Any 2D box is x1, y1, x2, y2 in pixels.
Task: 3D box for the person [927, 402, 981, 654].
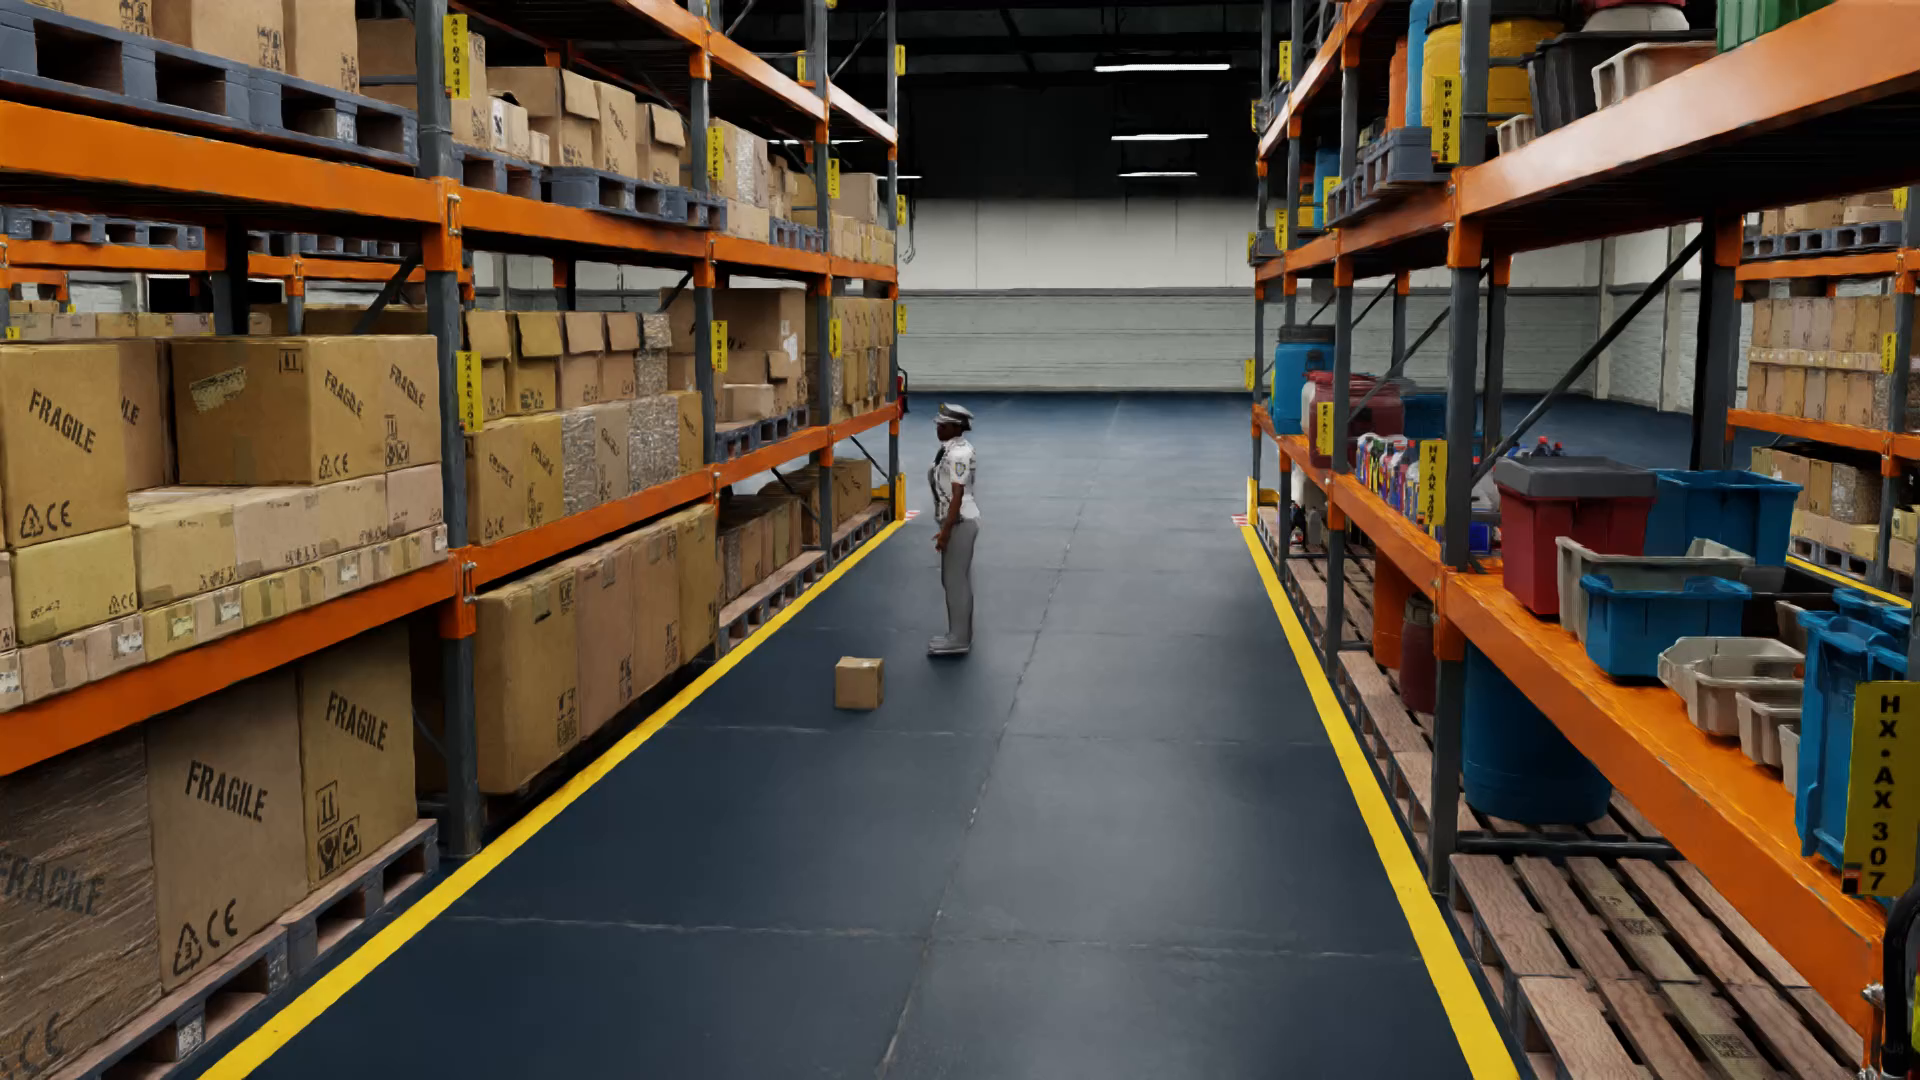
[{"bbox_3d":[-0.046,-0.082,11.174,0.360,1.688,0.501,-1,8,-5],"label":"person"}]
